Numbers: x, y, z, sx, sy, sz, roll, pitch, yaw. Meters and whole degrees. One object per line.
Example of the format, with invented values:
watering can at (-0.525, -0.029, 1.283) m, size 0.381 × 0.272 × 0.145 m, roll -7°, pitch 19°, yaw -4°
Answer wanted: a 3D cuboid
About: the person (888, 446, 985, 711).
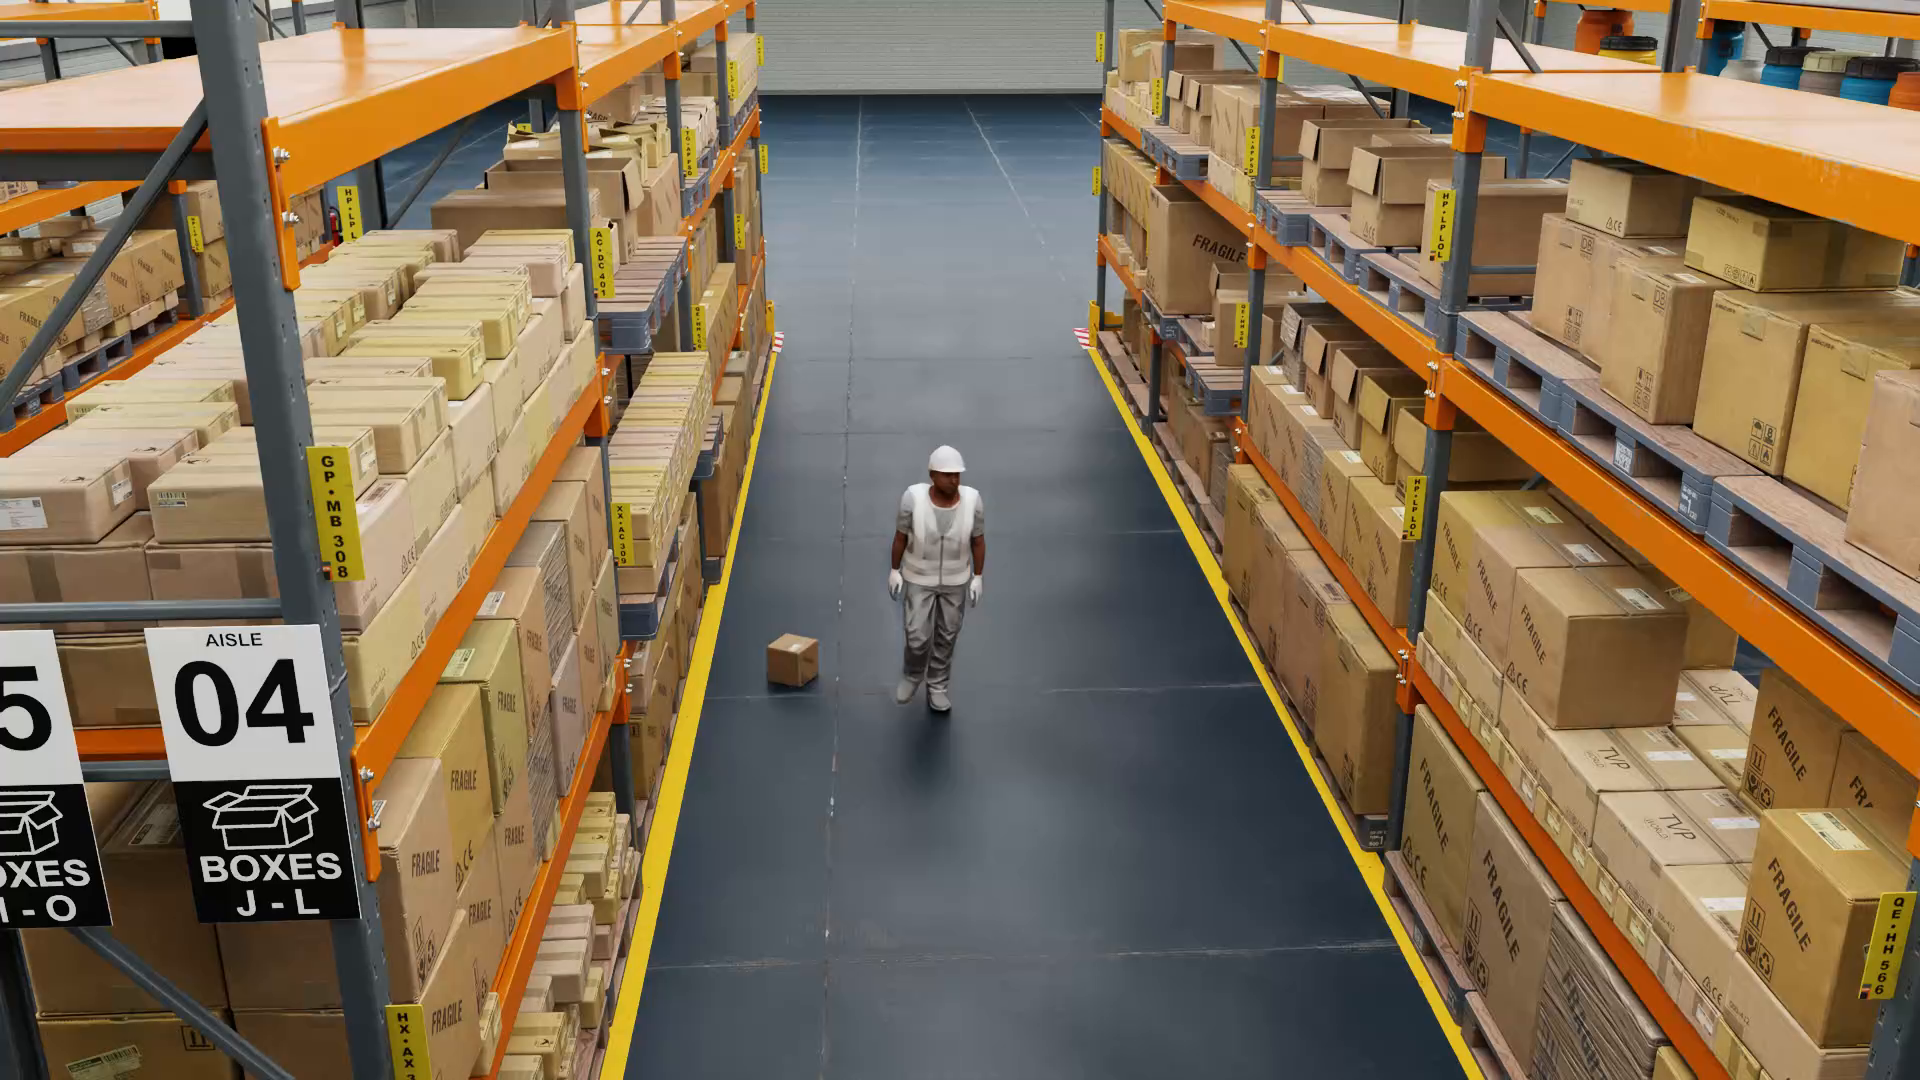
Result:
person at (-0.135, 0.248, 10.323) m, size 0.597 × 1.768 × 0.469 m, roll -4°, pitch 21°, yaw -12°
